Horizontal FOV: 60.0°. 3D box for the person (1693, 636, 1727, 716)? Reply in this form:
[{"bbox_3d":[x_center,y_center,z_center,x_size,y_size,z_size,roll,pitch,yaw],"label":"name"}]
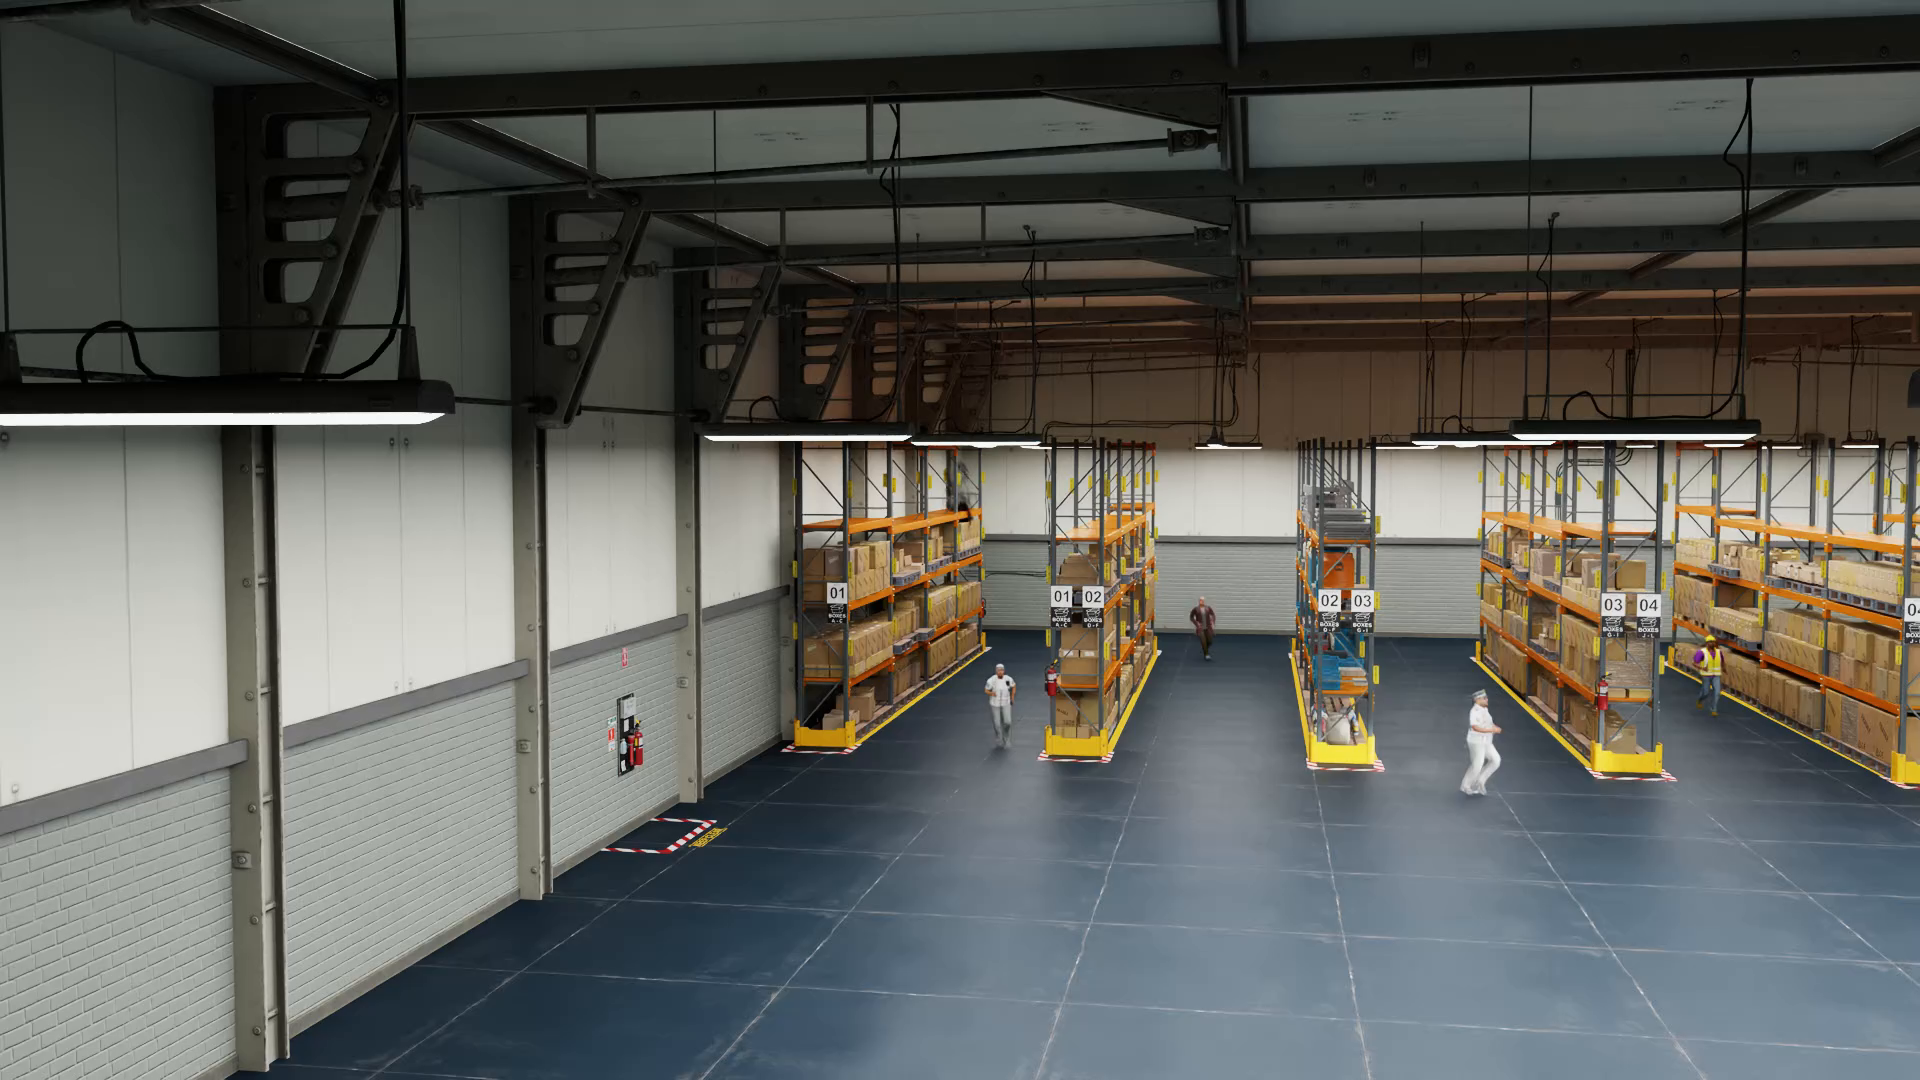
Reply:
[{"bbox_3d":[16.326,2.945,36.179,0.711,1.730,0.780,0,3,3],"label":"person"}]

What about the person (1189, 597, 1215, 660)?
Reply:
[{"bbox_3d":[6.712,2.429,45.992,0.729,1.712,0.678,0,3,-1],"label":"person"}]

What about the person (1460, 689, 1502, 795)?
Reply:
[{"bbox_3d":[8.679,3.375,27.652,0.692,1.803,0.700,2,4,36],"label":"person"}]

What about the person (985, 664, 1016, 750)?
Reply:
[{"bbox_3d":[0.786,3.208,32.113,0.614,1.658,0.726,0,3,0],"label":"person"}]
